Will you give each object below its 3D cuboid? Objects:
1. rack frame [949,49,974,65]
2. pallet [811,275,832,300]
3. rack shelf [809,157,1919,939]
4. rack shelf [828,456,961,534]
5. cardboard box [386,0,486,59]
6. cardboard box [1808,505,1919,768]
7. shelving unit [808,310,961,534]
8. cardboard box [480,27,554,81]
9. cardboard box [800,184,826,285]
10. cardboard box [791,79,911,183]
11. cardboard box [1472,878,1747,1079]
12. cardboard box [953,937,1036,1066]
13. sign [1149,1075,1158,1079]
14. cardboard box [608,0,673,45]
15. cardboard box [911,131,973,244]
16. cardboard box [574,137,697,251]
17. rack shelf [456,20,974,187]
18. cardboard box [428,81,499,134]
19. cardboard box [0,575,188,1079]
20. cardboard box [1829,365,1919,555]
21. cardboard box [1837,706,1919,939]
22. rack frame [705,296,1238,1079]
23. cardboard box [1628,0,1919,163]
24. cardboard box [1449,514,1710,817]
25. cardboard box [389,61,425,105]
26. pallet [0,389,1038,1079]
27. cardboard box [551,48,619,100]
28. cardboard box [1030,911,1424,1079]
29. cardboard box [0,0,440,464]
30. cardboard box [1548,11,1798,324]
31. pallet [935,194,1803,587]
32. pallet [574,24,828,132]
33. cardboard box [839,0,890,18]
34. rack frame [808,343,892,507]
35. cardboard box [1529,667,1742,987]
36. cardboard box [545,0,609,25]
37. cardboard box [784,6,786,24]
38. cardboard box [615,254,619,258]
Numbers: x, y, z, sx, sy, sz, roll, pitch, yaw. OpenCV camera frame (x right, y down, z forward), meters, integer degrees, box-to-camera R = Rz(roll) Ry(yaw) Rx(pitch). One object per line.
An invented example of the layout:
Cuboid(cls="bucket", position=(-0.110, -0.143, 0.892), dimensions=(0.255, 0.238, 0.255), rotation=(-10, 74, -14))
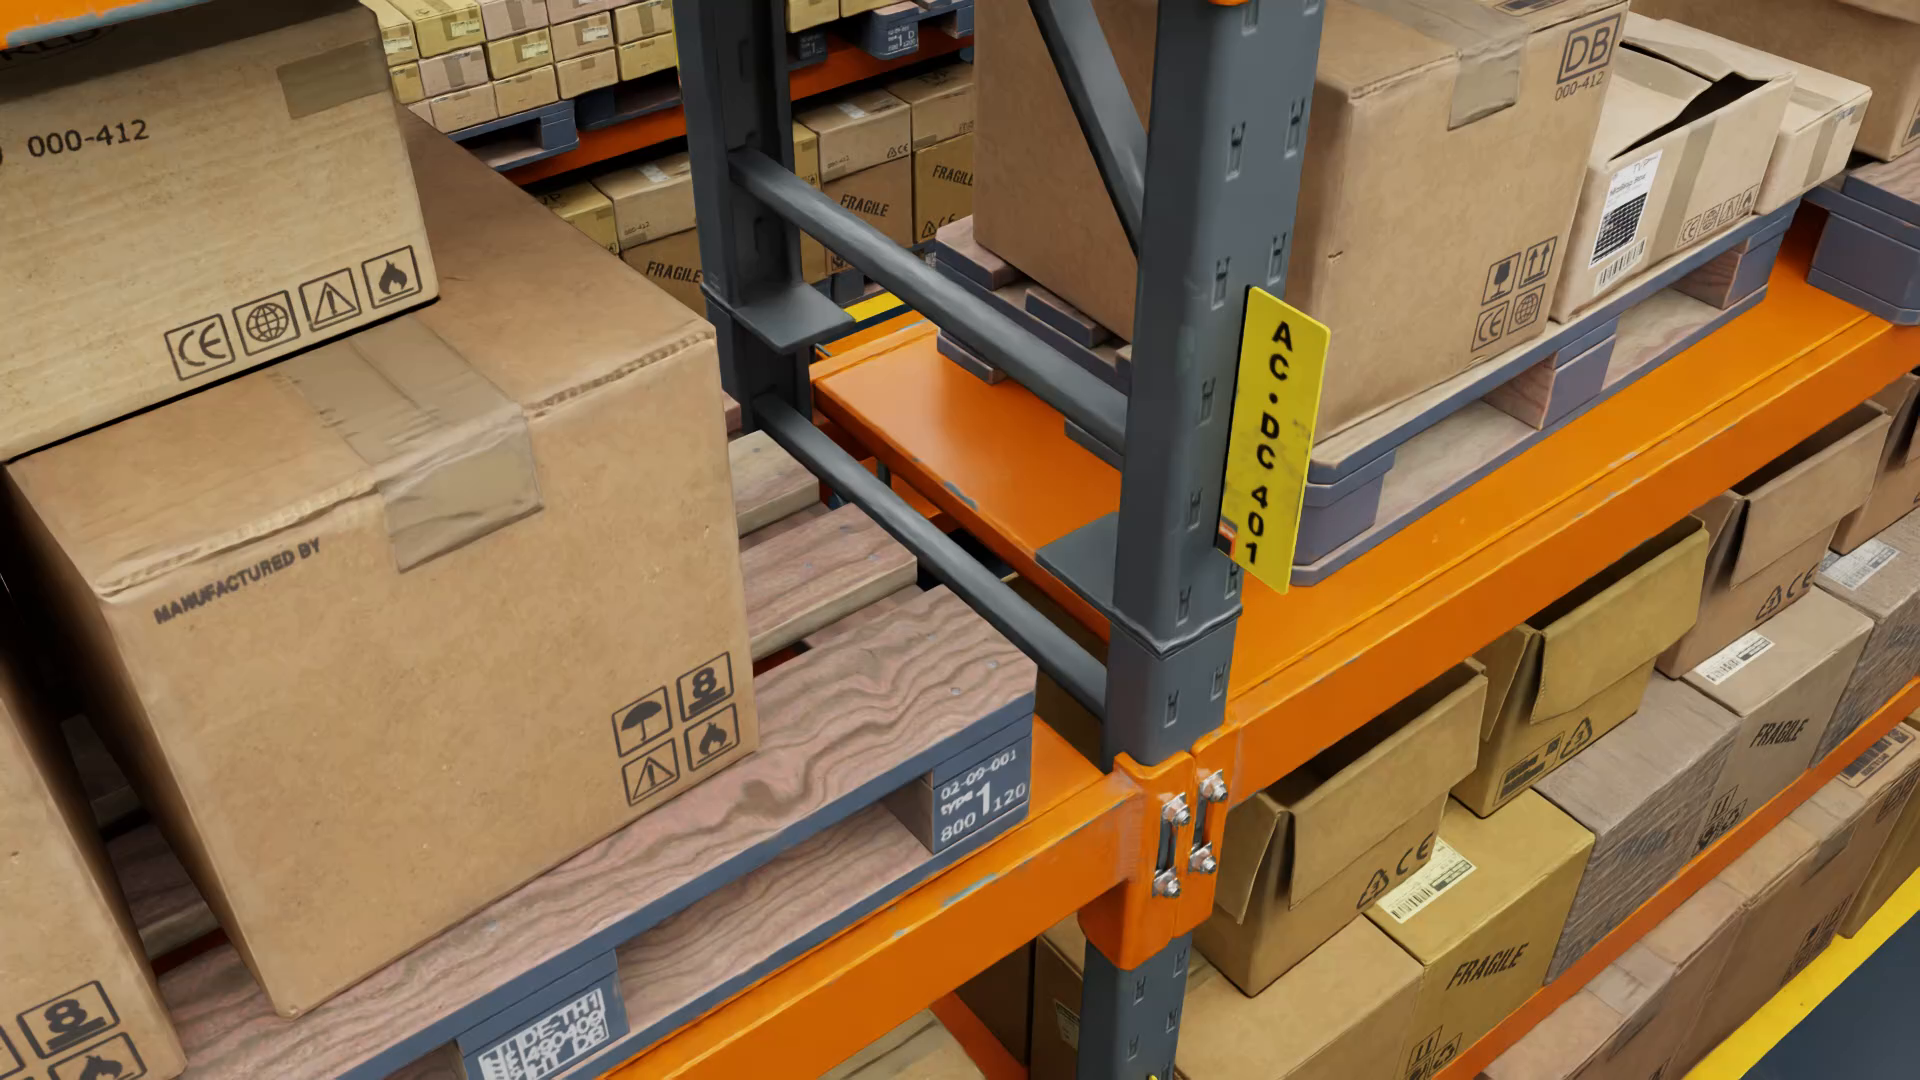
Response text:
Cuboid(cls="rack frame", position=(0.199, -3.060, 8.115), dimensions=(0.127, 3.000, 1.000), rotation=(-26, 46, -28))
Cuboid(cls="pallet", position=(-1.388, -1.212, 8.061), dimensions=(1.213, 0.211, 1.003), rotation=(-26, 46, -28))
Cuboid(cls="rack shelf", position=(1.556, -0.635, 3.361), dimensions=(4.000, 0.370, 1.077), rotation=(-26, 46, -28))
Cuboid(cls="rack shelf", position=(-0.005, -0.243, 6.545), dimensions=(1.000, 0.278, 0.538), rotation=(-26, 46, -28))
Cuboid(cls="cardboard box", position=(-1.957, -1.939, 6.146), dimensions=(0.250, 0.149, 0.380), rotation=(-26, 46, -28))
Cuboid(cls="cardboard box", position=(2.093, 0.142, 4.133), dimensions=(0.500, 0.500, 0.500), rotation=(-28, 47, -29))
Cuboid(cls="shelving unit", position=(-0.005, -0.432, 6.390), dimensions=(1.048, 1.125, 0.538), rotation=(-26, 46, -28))
Cuboid(cls="cardboard box", position=(-1.765, -1.917, 6.354), dimensions=(0.250, 0.149, 0.380), rotation=(-28, 47, -30))
Cuboid(cls="cardboard box", position=(-0.986, -1.459, 7.803), dimensions=(0.500, 0.500, 0.500), rotation=(-28, 47, -30))
Cuboid(cls="cardboard box", position=(-0.577, -1.949, 7.809), dimensions=(0.500, 0.250, 0.500), rotation=(-25, 46, -28))
Cuboid(cls="cardboard box", position=(1.173, 1.075, 4.418), dimensions=(0.875, 0.875, 1.225), rotation=(-28, 47, -29))
Cuboid(cls="cardboard box", position=(0.174, 0.663, 3.498), dimensions=(0.500, 0.500, 0.500), rotation=(-26, 46, -28))
Cuboid(cls="sign", position=(0.309, 0.933, 2.503), dimensions=(0.005, 0.325, 0.100), rotation=(-26, 46, -28))
Cuboid(cls="cardboard box", position=(-1.342, -2.125, 6.608), dimensions=(0.250, 0.149, 0.380), rotation=(-27, 46, -29))
Cuboid(cls="cardboard box", position=(-0.163, -1.870, 8.304), dimensions=(0.500, 0.500, 0.500), rotation=(-26, 46, -28))
Cuboid(cls="cardboard box", position=(-1.398, -1.555, 7.328), dimensions=(0.500, 0.250, 0.500), rotation=(-24, 45, -27))
Cuboid(cls="rack shelf", position=(-1.386, -2.009, 7.401), dimensions=(4.000, 0.370, 1.077), rotation=(-26, 46, -28))
Cuboid(cls="cardboard box", position=(-1.963, -1.705, 6.330), dimensions=(0.250, 0.149, 0.380), rotation=(-26, 46, -28))
Cuboid(cls="cardboard box", position=(-1.043, 0.158, 1.338), dimensions=(0.500, 0.500, 0.700), rotation=(-24, 45, -26))
Cuboid(cls="cardboard box", position=(2.034, -0.428, 4.037), dimensions=(0.637, 0.503, 0.797), rotation=(-25, 45, -27))
Cuboid(cls="cardboard box", position=(2.582, 0.389, 5.255), dimensions=(0.875, 0.875, 1.225), rotation=(-28, 47, -30))
Cuboid(cls="rack frame", position=(-0.030, 1.019, 3.142), dimensions=(0.127, 3.000, 1.000), rotation=(-26, 46, -28))
Cuboid(cls="cardboard box", position=(1.535, -1.088, 2.934), dimensions=(0.637, 0.503, 0.797), rotation=(-27, 46, -29))
Cuboid(cls="cardboard box", position=(1.023, 0.082, 3.415), dimensions=(0.637, 0.503, 0.797), rotation=(-25, 46, -28))
Cuboid(cls="cardboard box", position=(-2.175, -1.716, 6.110), dimensions=(0.250, 0.149, 0.380), rotation=(-27, 46, -29))
Cuboid(cls="pallet", position=(-0.685, 0.205, 1.840), dimensions=(1.213, 0.211, 1.003), rotation=(-26, 46, -28))
Cuboid(cls="cardboard box", position=(-1.562, -1.900, 6.568), dimensions=(0.250, 0.149, 0.380), rotation=(-28, 47, -30))
Cuboid(cls="cardboard box", position=(0.487, 0.929, 3.174), dimensions=(0.500, 0.500, 0.500), rotation=(-26, 46, -28))
Cuboid(cls="cardboard box", position=(-0.780, -0.310, 1.317), dimensions=(0.500, 0.250, 0.500), rotation=(-29, 48, -31))
Cuboid(cls="cardboard box", position=(0.895, -0.647, 2.548), dimensions=(0.500, 0.311, 0.500), rotation=(-28, 47, -29))
Cuboid(cls="pallet", position=(0.667, -0.446, 2.714), dimensions=(1.217, 0.209, 0.805), rotation=(-28, 47, -30))
Cuboid(cls="pallet", position=(-1.345, -2.200, 7.218), dimensions=(1.213, 0.211, 1.003), rotation=(-26, 46, -28))
Cuboid(cls="cardboard box", position=(-0.513, -2.414, 7.195), dimensions=(0.250, 0.149, 0.380), rotation=(-27, 46, -29))
Cuboid(cls="rack frame", position=(-0.408, -0.236, 6.151), dimensions=(0.032, 1.125, 0.500), rotation=(-26, 46, -28))
Cuboid(cls="cardboard box", position=(1.282, 0.541, 3.647), dimensions=(0.500, 0.500, 0.500), rotation=(-27, 46, -29))
Cuboid(cls="cardboard box", position=(-1.555, -2.133, 6.383), dimensions=(0.250, 0.149, 0.380), rotation=(-26, 46, -28))
Cuboid(cls="cardboard box", position=(-0.932, -2.210, 6.946), dimensions=(0.250, 0.149, 0.380), rotation=(-25, 45, -27))
Cuboid(cls="cardboard box", position=(-1.806, -1.067, 7.326), dimensions=(0.500, 0.500, 0.500), rotation=(-24, 45, -26))
